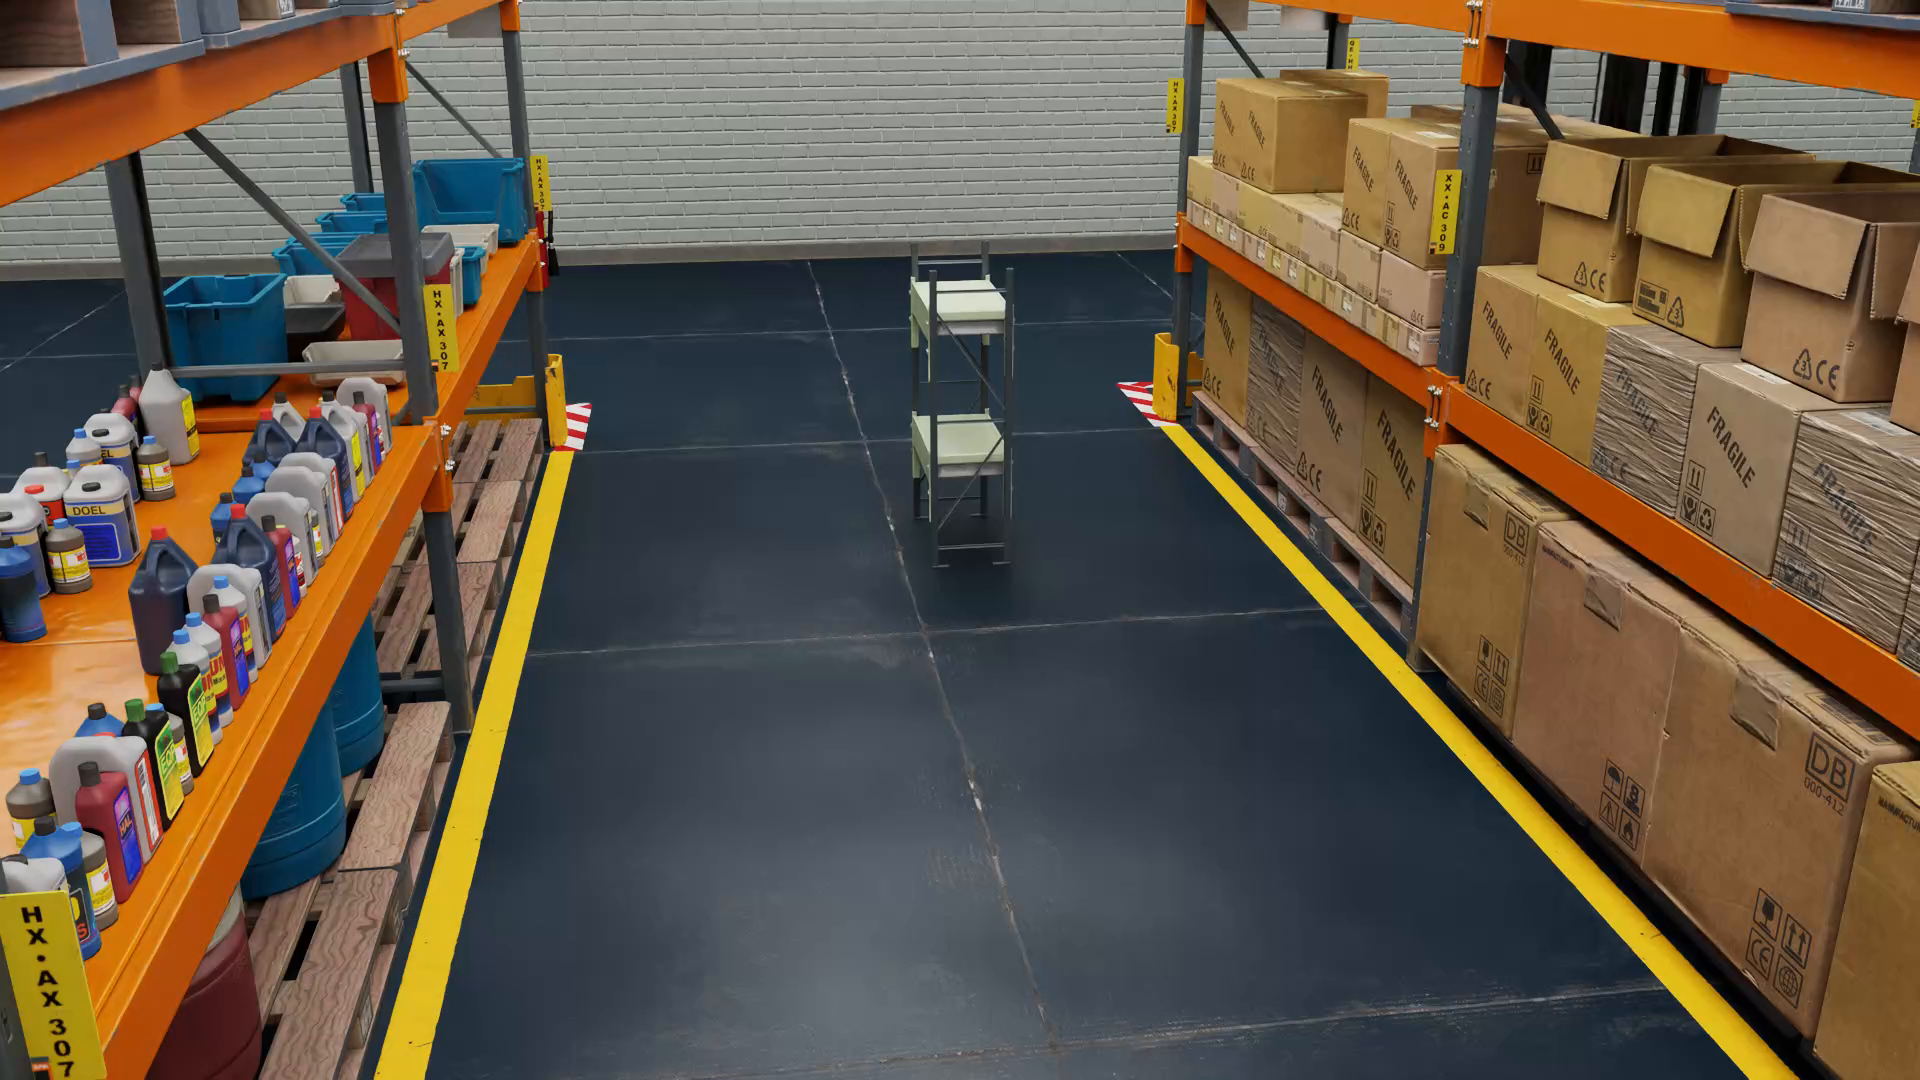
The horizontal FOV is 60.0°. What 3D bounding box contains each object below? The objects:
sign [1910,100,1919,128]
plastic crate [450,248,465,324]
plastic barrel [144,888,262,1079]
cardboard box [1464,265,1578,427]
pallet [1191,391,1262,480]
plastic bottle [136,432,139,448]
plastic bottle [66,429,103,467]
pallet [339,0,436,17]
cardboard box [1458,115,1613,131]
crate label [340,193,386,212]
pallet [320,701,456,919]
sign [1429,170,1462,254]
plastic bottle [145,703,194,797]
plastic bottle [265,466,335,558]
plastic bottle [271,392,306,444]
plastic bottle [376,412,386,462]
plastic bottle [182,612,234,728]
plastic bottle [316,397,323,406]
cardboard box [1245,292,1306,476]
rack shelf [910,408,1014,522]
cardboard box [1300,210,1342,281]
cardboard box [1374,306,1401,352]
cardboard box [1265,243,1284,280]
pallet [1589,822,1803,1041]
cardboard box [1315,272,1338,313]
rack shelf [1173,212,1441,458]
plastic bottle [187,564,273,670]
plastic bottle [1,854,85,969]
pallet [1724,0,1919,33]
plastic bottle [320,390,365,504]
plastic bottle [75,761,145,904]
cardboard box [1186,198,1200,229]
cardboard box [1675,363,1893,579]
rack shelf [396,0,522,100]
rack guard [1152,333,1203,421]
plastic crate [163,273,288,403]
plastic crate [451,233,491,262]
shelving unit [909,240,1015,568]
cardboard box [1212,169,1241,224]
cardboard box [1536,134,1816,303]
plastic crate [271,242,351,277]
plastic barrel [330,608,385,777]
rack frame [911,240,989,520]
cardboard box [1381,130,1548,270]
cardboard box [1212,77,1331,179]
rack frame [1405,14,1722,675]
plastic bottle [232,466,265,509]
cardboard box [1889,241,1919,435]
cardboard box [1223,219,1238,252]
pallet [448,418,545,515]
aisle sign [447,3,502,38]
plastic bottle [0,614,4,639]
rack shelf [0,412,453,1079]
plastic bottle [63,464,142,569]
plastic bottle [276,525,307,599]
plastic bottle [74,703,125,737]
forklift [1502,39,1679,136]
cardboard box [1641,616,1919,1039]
[{"bbox_3d":[6.260,-2.848,10.818,0.100,0.325,0.005,-3,21,-8],"label":"sign"},{"bbox_3d":[-2.488,-1.131,7.541,0.437,0.282,0.530,-3,21,-8],"label":"plastic crate"},{"bbox_3d":[-2.124,1.138,4.229,0.600,0.588,0.708,-3,21,-8],"label":"plastic barrel"},{"bbox_3d":[2.270,-0.745,6.281,0.500,0.500,0.500,-3,21,-8],"label":"cardboard box"},{"bbox_3d":[2.067,-0.676,10.224,1.003,0.211,1.213,-3,21,-8],"label":"pallet"},{"bbox_3d":[-2.766,-0.294,5.499,0.097,0.201,0.097,0,20,0],"label":"plastic bottle"},{"bbox_3d":[-2.718,-0.212,5.182,0.097,0.271,0.097,0,20,0],"label":"plastic bottle"},{"bbox_3d":[-2.241,-1.671,4.885,1.213,0.211,1.003,-3,21,-8],"label":"pallet"},{"bbox_3d":[2.571,-1.640,7.538,0.500,0.500,0.500,-3,21,-8],"label":"cardboard box"},{"bbox_3d":[-3.317,-1.853,9.544,0.416,0.233,0.303,-3,21,-8],"label":"crate label"},{"bbox_3d":[-2.380,0.955,5.857,1.003,0.211,1.213,-3,21,-8],"label":"pallet"},{"bbox_3d":[1.902,-1.284,6.517,0.100,0.325,0.005,-3,21,-8],"label":"sign"},{"bbox_3d":[-1.692,0.444,3.525,0.097,0.201,0.097,0,20,0],"label":"plastic bottle"},{"bbox_3d":[-1.929,-0.094,4.859,0.152,0.276,0.135,-3,21,-8],"label":"plastic bottle"},{"bbox_3d":[-2.137,-0.288,5.271,0.144,0.351,0.185,-3,21,-8],"label":"plastic bottle"},{"bbox_3d":[-2.030,-0.368,5.699,0.097,0.201,0.097,0,20,0],"label":"plastic bottle"},{"bbox_3d":[-1.739,0.297,3.817,0.097,0.271,0.097,0,20,0],"label":"plastic bottle"},{"bbox_3d":[-2.195,-0.394,5.769,0.097,0.201,0.097,0,20,0],"label":"plastic bottle"},{"bbox_3d":[2.177,-0.924,9.339,0.875,0.875,0.875,-3,21,-8],"label":"cardboard box"},{"bbox_3d":[0.001,-0.395,8.562,0.431,0.370,0.720,-3,21,-8],"label":"rack shelf"},{"bbox_3d":[1.977,-1.435,8.060,0.500,0.250,0.500,-2,21,-7],"label":"cardboard box"},{"bbox_3d":[2.045,-0.931,7.280,0.380,0.149,0.250,-3,21,-7],"label":"cardboard box"},{"bbox_3d":[1.822,-1.465,8.712,0.380,0.149,0.250,-3,21,-9],"label":"cardboard box"},{"bbox_3d":[2.816,1.123,5.408,1.003,0.211,1.213,-3,21,-8],"label":"pallet"},{"bbox_3d":[1.934,-1.198,7.995,0.380,0.149,0.250,-3,21,-7],"label":"cardboard box"},{"bbox_3d":[2.162,-1.226,8.739,1.077,0.370,4.000,-3,21,-8],"label":"rack shelf"},{"bbox_3d":[-1.816,0.176,4.134,0.152,0.276,0.135,-3,21,-8],"label":"plastic bottle"},{"bbox_3d":[-1.616,0.656,2.849,0.152,0.276,0.135,-3,21,-8],"label":"plastic bottle"},{"bbox_3d":[2.718,-1.409,4.185,1.003,0.211,1.213,-2,21,-5],"label":"pallet"},{"bbox_3d":[-1.994,-0.296,5.291,0.144,0.351,0.185,-3,21,-8],"label":"plastic bottle"},{"bbox_3d":[-1.619,0.537,3.158,0.061,0.283,0.133,-3,21,-8],"label":"plastic bottle"},{"bbox_3d":[1.599,-1.998,10.137,0.380,0.149,0.250,-3,21,-7],"label":"cardboard box"},{"bbox_3d":[2.494,-0.219,4.873,0.500,0.500,0.500,-3,21,-7],"label":"cardboard box"},{"bbox_3d":[-2.739,-2.381,7.545,1.077,0.370,4.000,-3,21,-8],"label":"rack shelf"},{"bbox_3d":[1.871,-1.092,10.927,1.175,0.500,0.348,-3,21,-8],"label":"rack guard"},{"bbox_3d":[-2.855,-0.785,6.469,0.392,0.384,0.575,-3,21,-8],"label":"plastic crate"},{"bbox_3d":[-2.703,-1.536,8.832,0.396,0.136,0.243,-3,21,-8],"label":"plastic crate"},{"bbox_3d":[0.001,-0.700,8.448,0.431,1.500,0.755,-3,21,-8],"label":"shelving unit"},{"bbox_3d":[1.758,-1.965,9.479,0.500,0.250,0.500,-3,21,-8],"label":"cardboard box"},{"bbox_3d":[2.551,-1.166,5.975,0.797,0.503,0.637,-3,21,-9],"label":"cardboard box"},{"bbox_3d":[-3.084,-1.293,8.045,0.416,0.233,0.300,-3,21,-8],"label":"plastic crate"},{"bbox_3d":[-2.389,0.355,5.877,0.600,0.901,0.708,-3,21,-8],"label":"plastic barrel"},{"bbox_3d":[-0.052,-0.827,8.787,0.400,1.500,0.023,-3,21,-8],"label":"rack frame"},{"bbox_3d":[2.120,-1.436,6.992,0.500,0.500,0.500,-2,21,-6],"label":"cardboard box"},{"bbox_3d":[1.748,-2.323,9.365,0.500,0.500,0.500,-3,21,-9],"label":"cardboard box"},{"bbox_3d":[2.451,-0.870,6.759,1.000,3.000,0.127,-3,21,-8],"label":"rack frame"},{"bbox_3d":[-2.050,-0.080,4.826,0.097,0.271,0.097,0,20,0],"label":"plastic bottle"},{"bbox_3d":[2.847,-0.482,4.142,0.797,0.503,0.637,-2,21,-6],"label":"cardboard box"},{"bbox_3d":[1.713,-1.730,9.421,0.380,0.149,0.250,-3,21,-9],"label":"cardboard box"},{"bbox_3d":[-2.947,-0.412,9.516,1.003,0.211,1.213,-3,21,-8],"label":"pallet"},{"bbox_3d":[-2.748,-3.263,9.450,0.394,0.787,0.004,-3,21,-8],"label":"aisle sign"},{"bbox_3d":[-2.547,0.106,4.216,0.144,0.351,0.185,-3,21,-8],"label":"plastic bottle"},{"bbox_3d":[-2.162,0.409,4.362,1.077,0.370,4.000,-3,21,-8],"label":"rack shelf"},{"bbox_3d":[-2.477,-0.070,4.794,0.152,0.276,0.135,-3,21,-8],"label":"plastic bottle"},{"bbox_3d":[-1.852,0.060,4.554,0.097,0.201,0.097,0,20,0],"label":"plastic bottle"},{"bbox_3d":[-1.733,0.460,3.381,0.097,0.271,0.097,0,20,0],"label":"plastic bottle"},{"bbox_3d":[4.199,-2.357,10.839,1.130,2.935,3.031,-3,21,-9],"label":"forklift"},{"bbox_3d":[2.828,0.764,4.819,1.225,0.875,0.875,-3,21,-8],"label":"cardboard box"}]
